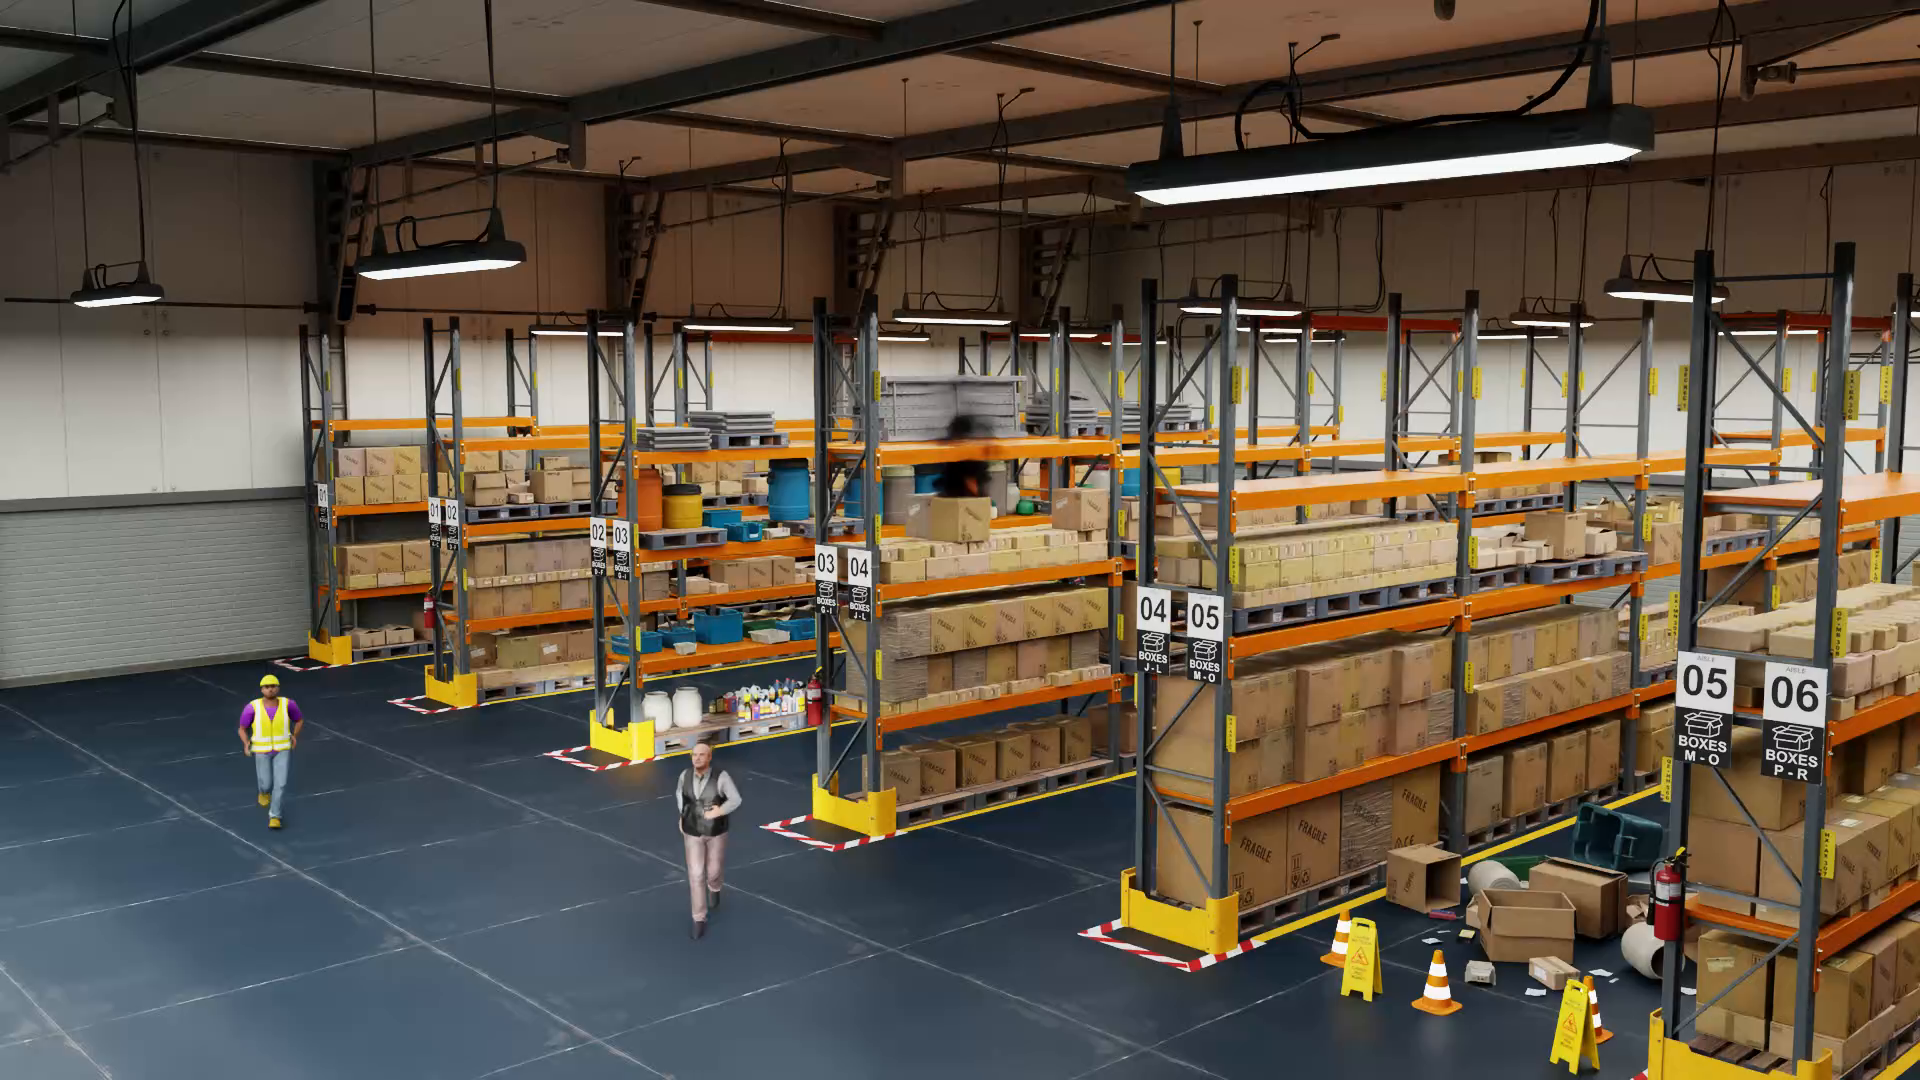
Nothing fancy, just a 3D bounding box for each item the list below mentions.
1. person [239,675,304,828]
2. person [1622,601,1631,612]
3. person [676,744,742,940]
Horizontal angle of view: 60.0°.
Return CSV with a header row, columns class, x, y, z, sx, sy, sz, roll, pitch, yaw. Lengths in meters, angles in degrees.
class,x,y,z,sx,sy,sz,roll,pitch,yaw
person,-7.854,2.395,19.013,0.700,1.731,0.712,-3,6,-26
person,10.195,1.764,25.504,0.577,1.631,0.552,-5,8,-41
person,-2.355,2.748,15.516,0.649,1.735,0.888,0,6,2
